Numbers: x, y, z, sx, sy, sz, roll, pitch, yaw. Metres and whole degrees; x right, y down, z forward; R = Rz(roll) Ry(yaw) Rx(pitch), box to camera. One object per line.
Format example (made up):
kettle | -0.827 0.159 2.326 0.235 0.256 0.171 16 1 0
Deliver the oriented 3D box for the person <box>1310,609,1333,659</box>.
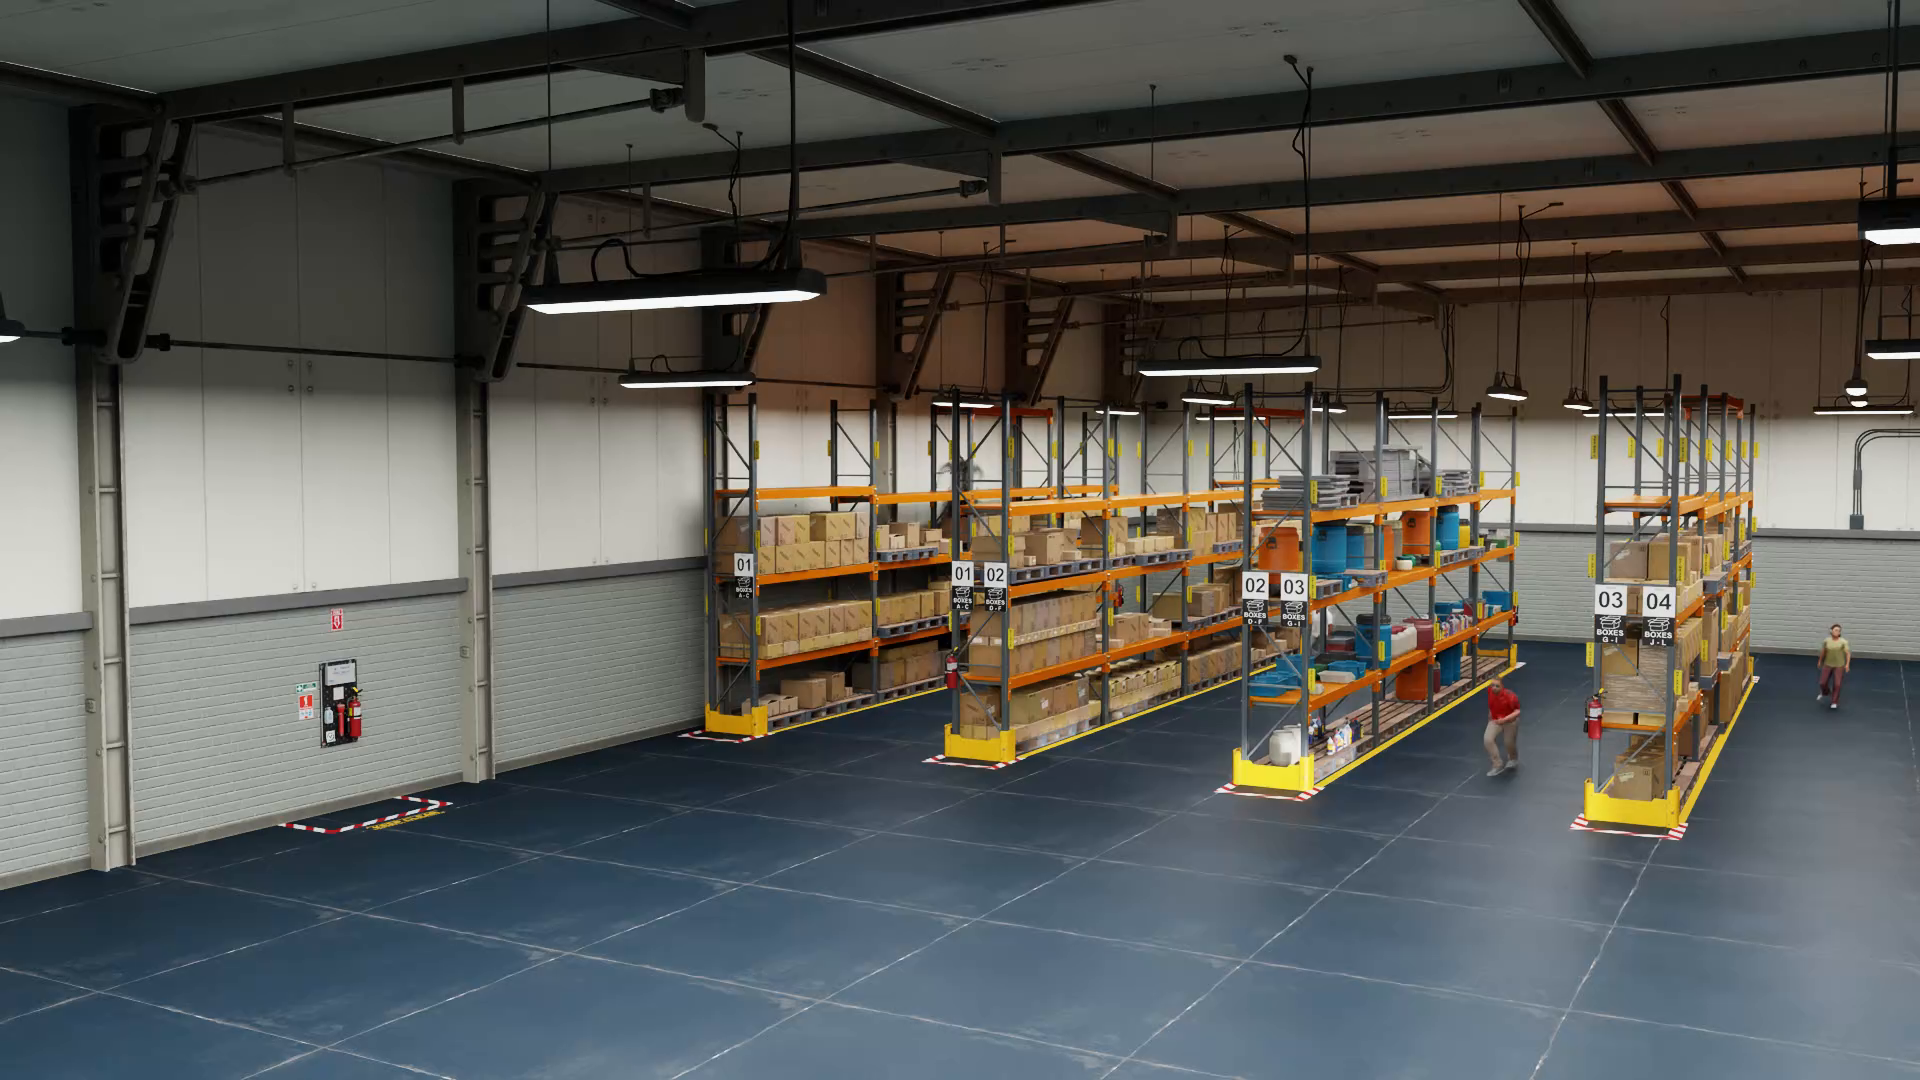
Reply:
person | 8.041 2.134 37.211 0.721 1.717 0.641 3 4 41

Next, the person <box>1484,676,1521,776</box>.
person | 8.401 2.819 25.565 0.657 1.544 1.111 3 4 41

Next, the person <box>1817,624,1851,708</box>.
person | 16.966 2.436 32.287 0.624 1.636 0.620 2 4 37
